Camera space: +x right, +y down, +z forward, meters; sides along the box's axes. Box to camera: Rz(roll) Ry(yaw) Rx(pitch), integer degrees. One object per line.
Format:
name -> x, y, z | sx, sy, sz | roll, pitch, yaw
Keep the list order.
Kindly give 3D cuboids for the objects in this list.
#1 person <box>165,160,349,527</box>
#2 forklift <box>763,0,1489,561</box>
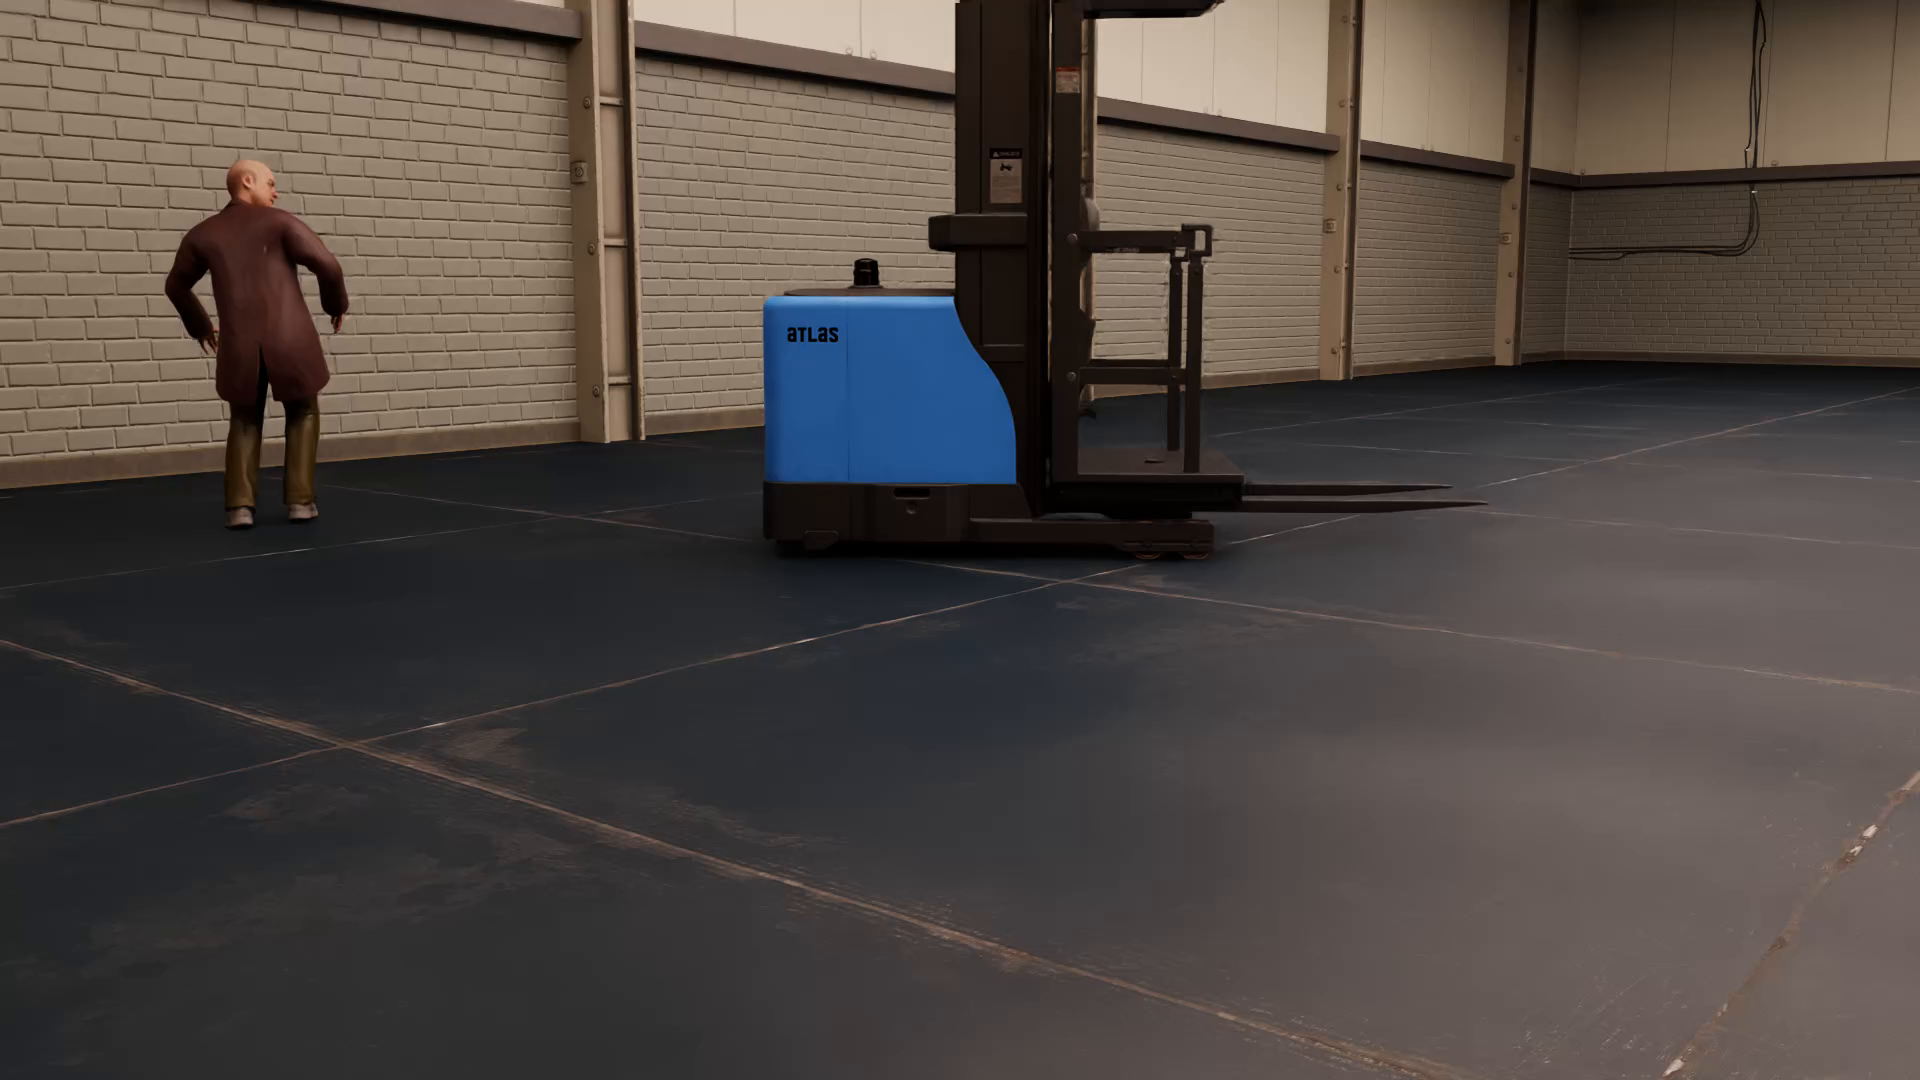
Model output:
person -> -3.304, -0.920, 7.889 | 0.830, 1.729, 0.576 | -1, 8, -6
forklift -> 0.708, -1.443, 7.147 | 3.031, 2.935, 1.130 | 0, 8, 3
